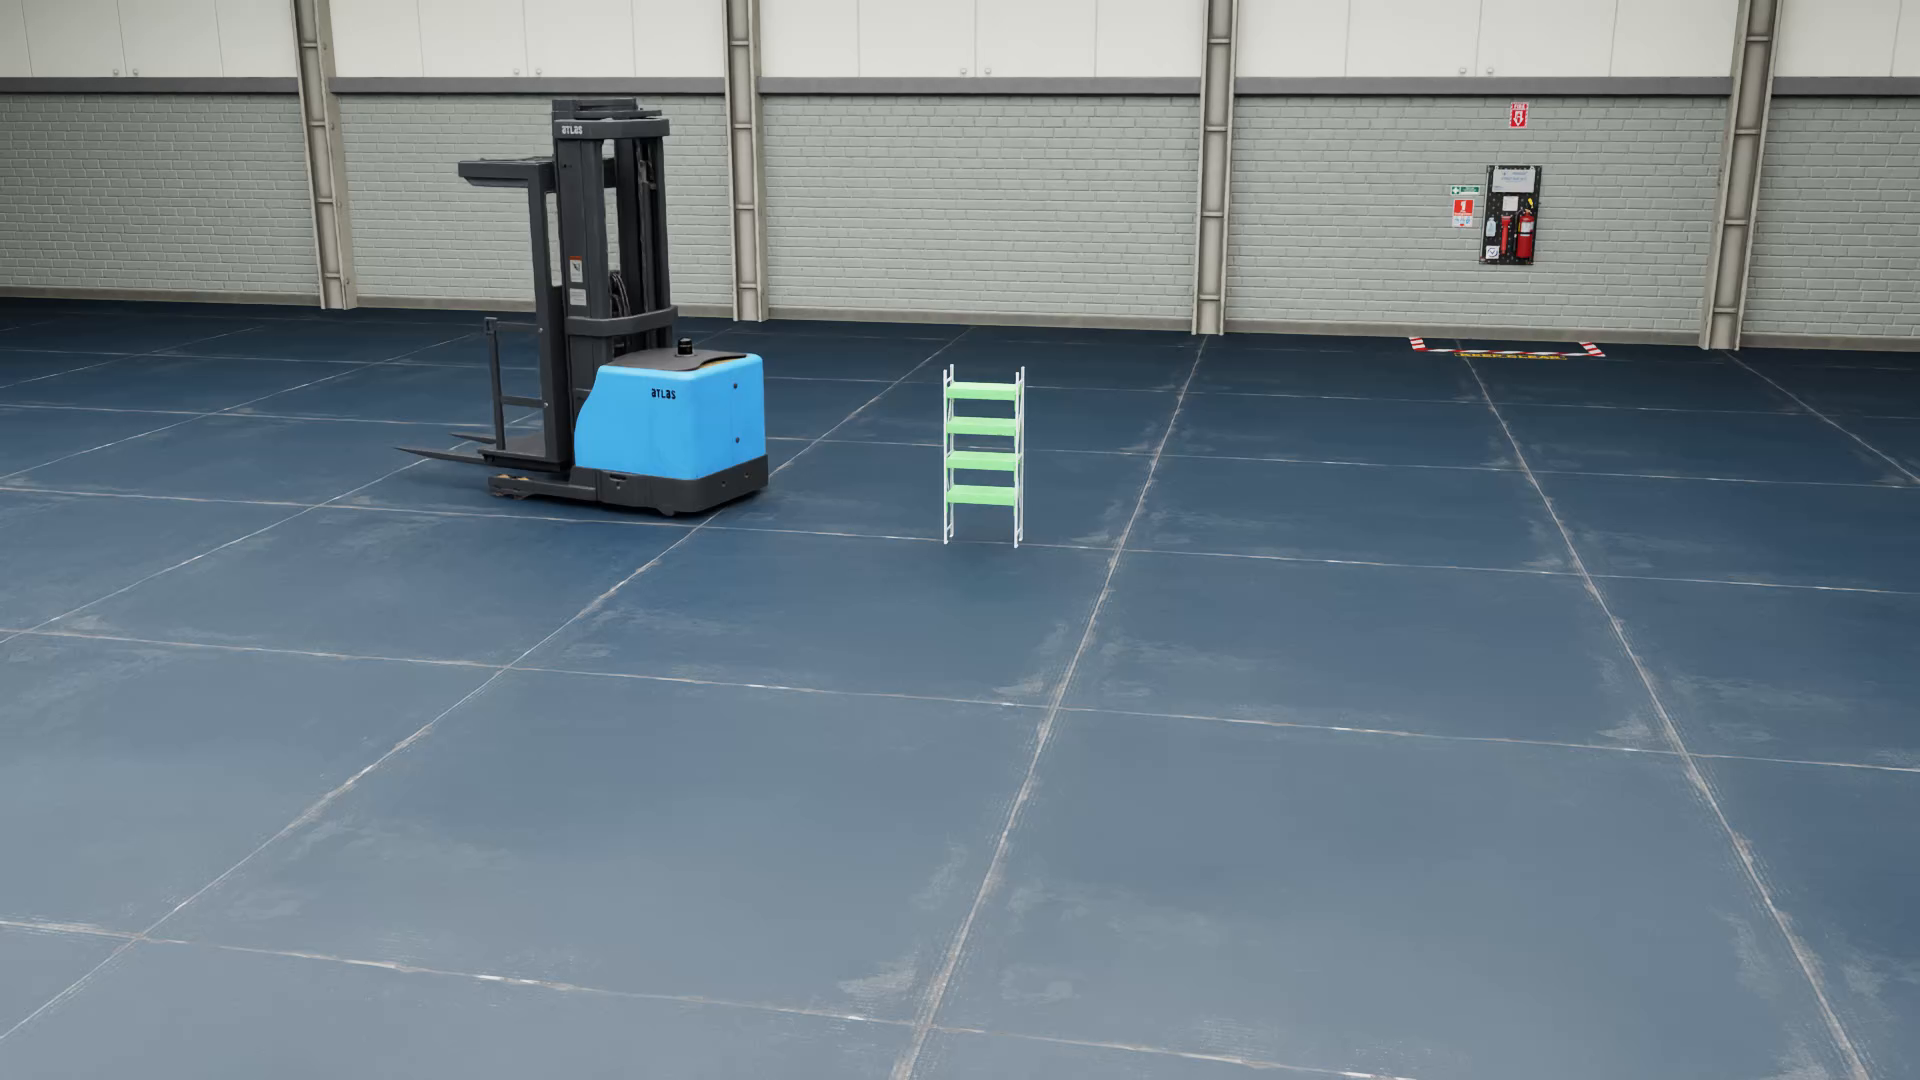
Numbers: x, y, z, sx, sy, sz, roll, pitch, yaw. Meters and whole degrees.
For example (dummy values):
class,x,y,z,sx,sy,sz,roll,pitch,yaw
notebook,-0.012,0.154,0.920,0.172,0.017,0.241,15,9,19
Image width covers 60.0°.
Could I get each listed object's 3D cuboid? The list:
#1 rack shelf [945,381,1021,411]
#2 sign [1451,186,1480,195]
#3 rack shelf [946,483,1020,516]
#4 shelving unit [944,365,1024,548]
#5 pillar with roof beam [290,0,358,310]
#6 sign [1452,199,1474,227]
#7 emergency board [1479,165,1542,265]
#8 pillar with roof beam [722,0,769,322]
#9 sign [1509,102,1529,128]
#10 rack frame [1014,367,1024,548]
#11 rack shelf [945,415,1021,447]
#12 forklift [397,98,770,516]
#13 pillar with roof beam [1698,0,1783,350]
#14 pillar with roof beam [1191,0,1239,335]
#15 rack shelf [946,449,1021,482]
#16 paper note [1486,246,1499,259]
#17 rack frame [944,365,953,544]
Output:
class,x,y,z,sx,sy,sz,roll,pitch,yaw
rack shelf,0.162,-0.970,11.189,0.480,0.148,0.258,3,16,11
sign,6.063,-4.194,19.953,0.331,0.109,0.001,3,16,11
rack shelf,0.162,-0.277,11.381,0.480,0.148,0.258,3,16,11
shelving unit,0.162,-0.569,11.300,0.503,1.200,0.258,3,16,11
pillar with roof beam,-9.501,-6.448,17.914,0.400,9.000,9.100,3,16,11
sign,6.060,-3.941,20.033,0.234,0.329,0.001,3,16,11
emergency board,6.581,-3.867,19.834,0.643,1.169,0.194,3,16,11
pillar with roof beam,-3.622,-6.129,16.761,0.400,9.000,9.100,3,16,11
sign,6.593,-5.011,19.620,0.199,0.298,0.001,3,16,11
rack frame,0.401,-0.556,11.253,0.015,1.200,0.240,3,16,11
rack shelf,0.162,-0.739,11.253,0.480,0.148,0.258,3,16,11
forklift,-3.015,-1.835,12.627,3.031,2.935,1.130,8,17,25
pillar with roof beam,8.138,-5.491,14.457,0.400,9.000,9.100,3,16,11
pillar with roof beam,2.258,-5.810,15.609,0.400,9.000,9.100,3,16,11
rack shelf,0.162,-0.508,11.317,0.480,0.148,0.258,3,16,11
paper note,6.422,-3.470,20.051,0.142,0.148,0.016,3,16,11
rack frame,-0.077,-0.582,11.347,0.015,1.200,0.240,3,16,11
